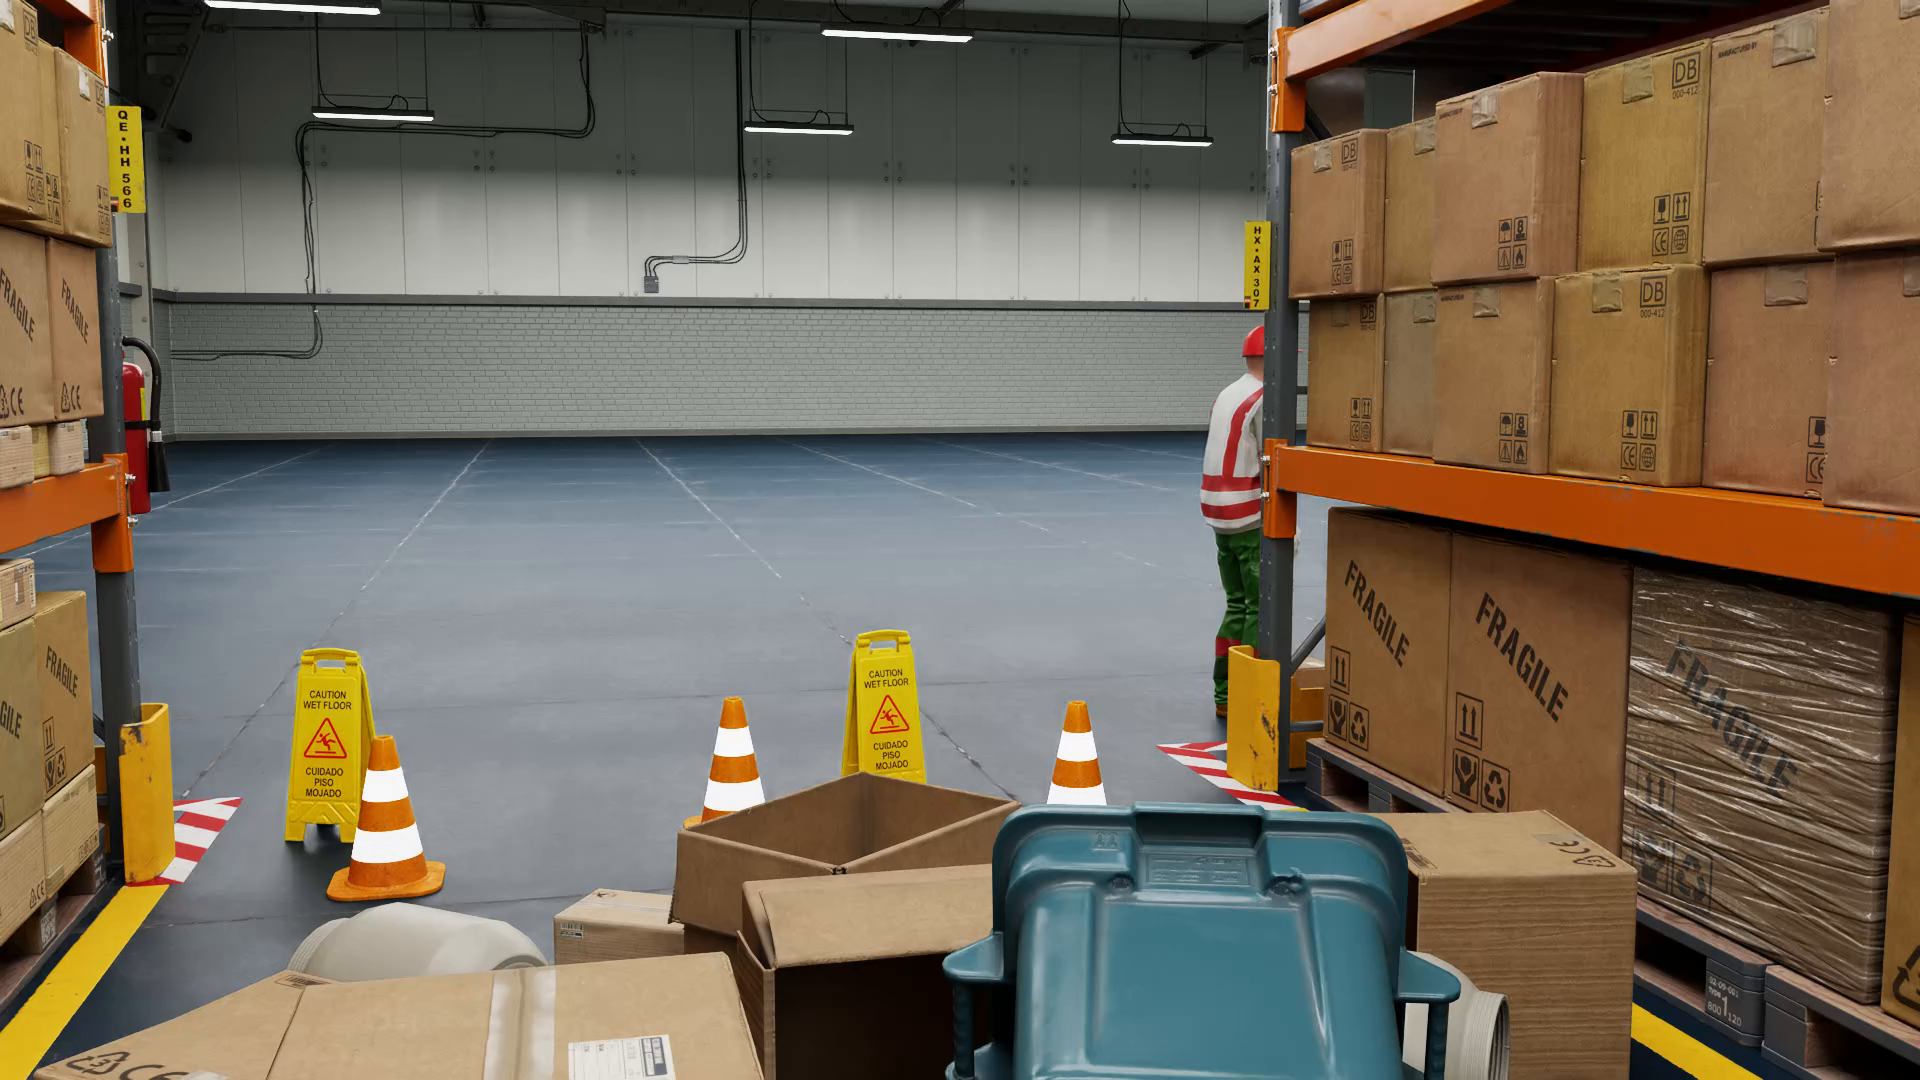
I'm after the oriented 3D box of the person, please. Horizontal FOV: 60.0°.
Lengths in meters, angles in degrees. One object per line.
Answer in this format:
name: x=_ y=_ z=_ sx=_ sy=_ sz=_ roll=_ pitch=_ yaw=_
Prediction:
person: x=1.327 y=-0.070 z=7.476 sx=0.449 sy=1.780 sz=0.623 roll=-2 pitch=6 yaw=-16
